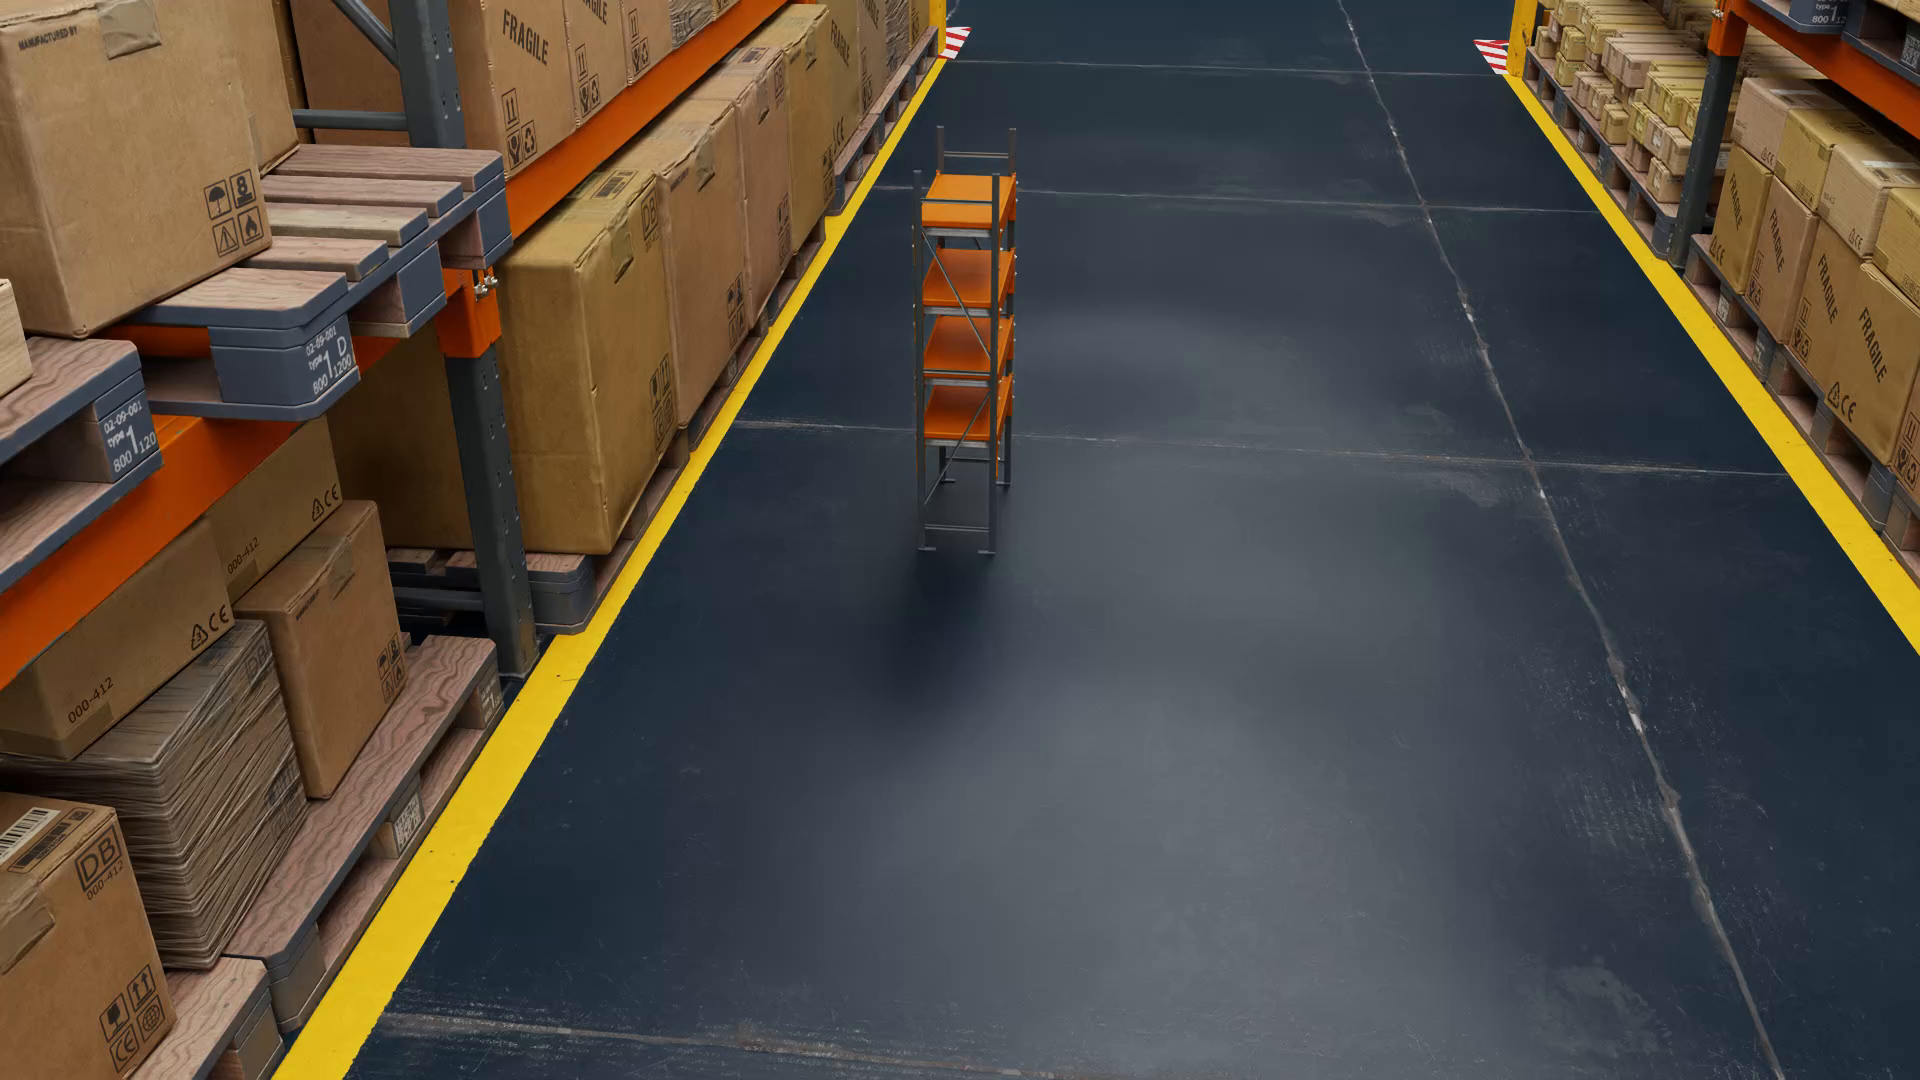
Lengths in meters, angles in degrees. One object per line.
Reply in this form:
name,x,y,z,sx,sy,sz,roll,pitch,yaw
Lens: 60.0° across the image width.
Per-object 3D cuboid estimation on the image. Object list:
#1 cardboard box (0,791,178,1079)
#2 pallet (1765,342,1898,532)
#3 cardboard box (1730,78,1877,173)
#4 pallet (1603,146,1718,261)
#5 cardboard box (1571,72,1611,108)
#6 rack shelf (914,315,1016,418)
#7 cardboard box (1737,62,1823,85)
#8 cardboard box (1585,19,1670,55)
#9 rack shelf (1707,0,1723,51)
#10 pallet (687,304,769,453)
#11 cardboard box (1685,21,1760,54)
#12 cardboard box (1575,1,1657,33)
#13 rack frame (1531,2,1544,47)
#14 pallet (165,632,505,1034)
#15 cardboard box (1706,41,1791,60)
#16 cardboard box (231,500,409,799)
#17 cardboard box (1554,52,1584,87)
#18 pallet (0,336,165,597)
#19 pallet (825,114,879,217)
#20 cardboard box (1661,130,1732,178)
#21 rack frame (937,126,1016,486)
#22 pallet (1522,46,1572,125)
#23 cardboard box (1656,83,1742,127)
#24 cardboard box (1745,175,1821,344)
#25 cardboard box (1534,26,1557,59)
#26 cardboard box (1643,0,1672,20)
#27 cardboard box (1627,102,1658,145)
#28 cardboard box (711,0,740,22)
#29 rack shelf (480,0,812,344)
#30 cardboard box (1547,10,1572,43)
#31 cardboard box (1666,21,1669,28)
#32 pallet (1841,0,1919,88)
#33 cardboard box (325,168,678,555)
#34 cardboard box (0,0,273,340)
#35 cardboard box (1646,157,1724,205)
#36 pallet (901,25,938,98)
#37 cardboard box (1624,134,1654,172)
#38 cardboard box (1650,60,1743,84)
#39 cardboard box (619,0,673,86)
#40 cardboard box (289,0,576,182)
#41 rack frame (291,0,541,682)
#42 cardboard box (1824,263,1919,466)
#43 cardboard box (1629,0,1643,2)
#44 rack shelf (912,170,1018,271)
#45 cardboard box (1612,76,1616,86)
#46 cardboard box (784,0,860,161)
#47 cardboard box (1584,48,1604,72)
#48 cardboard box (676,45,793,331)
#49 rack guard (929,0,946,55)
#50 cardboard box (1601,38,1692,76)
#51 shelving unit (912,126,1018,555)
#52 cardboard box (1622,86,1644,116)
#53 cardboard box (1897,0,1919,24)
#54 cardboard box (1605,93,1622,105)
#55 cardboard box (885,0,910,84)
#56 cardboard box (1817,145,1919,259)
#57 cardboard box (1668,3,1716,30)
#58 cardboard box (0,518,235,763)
cardboard box,-1.855,0.761,2.847,0.700,0.500,0.500,6,29,10
pallet,3.485,-0.369,5.712,1.003,0.211,1.213,3,28,6
cardboard box,3.373,-1.621,6.498,0.500,0.250,0.500,2,28,4
pallet,3.773,-1.629,8.052,1.003,0.211,1.213,3,28,6
cardboard box,3.666,-2.526,9.340,0.380,0.149,0.250,2,28,4
rack shelf,0.020,-0.547,5.142,0.258,0.148,0.480,3,28,6
cardboard box,4.058,-2.253,8.205,0.380,0.149,0.250,3,28,5
cardboard box,3.673,-2.766,9.157,0.380,0.149,0.250,4,29,7
rack shelf,3.971,-3.164,8.718,1.077,0.370,4.000,3,28,6
pallet,-1.351,-0.704,6.333,1.003,0.211,1.213,3,28,6
cardboard box,4.195,-2.740,9.109,0.380,0.149,0.250,2,28,4
cardboard box,3.794,-3.017,9.623,0.380,0.149,0.250,2,28,4
rack frame,4.216,-4.422,10.295,1.000,3.000,0.127,3,28,6
pallet,-1.772,0.604,3.907,1.003,0.211,1.213,3,28,6
cardboard box,4.121,-2.501,8.665,0.380,0.149,0.250,2,28,4
cardboard box,-1.737,0.232,3.829,0.700,0.500,0.500,2,28,4
cardboard box,3.720,-2.764,9.781,0.380,0.149,0.250,4,29,7
pallet,-1.876,0.027,2.240,1.003,0.211,1.213,3,28,6
pallet,-1.013,-2.000,8.741,1.003,0.211,1.213,3,28,6
cardboard box,3.449,-1.766,7.615,0.380,0.149,0.250,4,29,7
rack frame,0.050,-0.721,5.323,0.240,1.200,0.015,3,28,6
pallet,4.072,-2.778,10.184,1.003,0.211,1.213,3,28,6
cardboard box,3.503,-2.036,7.802,0.380,0.149,0.250,4,29,7
cardboard box,3.309,-1.042,6.214,0.500,0.500,0.500,5,29,8
cardboard box,3.834,-3.123,10.448,0.380,0.149,0.250,4,29,7
cardboard box,4.315,-3.235,10.027,0.380,0.149,0.250,4,29,7
cardboard box,3.485,-2.022,8.089,0.380,0.149,0.250,2,28,4
cardboard box,-1.095,-2.204,6.073,0.500,0.500,0.500,3,28,6
rack shelf,-1.429,-1.616,5.846,1.077,0.370,4.000,3,28,6
cardboard box,3.808,-3.125,10.138,0.380,0.149,0.250,3,28,6
cardboard box,4.373,-2.973,9.855,0.380,0.149,0.250,2,28,4
pallet,3.438,-1.506,5.084,1.003,0.211,1.213,3,28,6
cardboard box,-1.569,-0.565,4.933,1.225,0.875,0.875,2,28,4
cardboard box,-1.670,-0.696,2.830,0.700,0.500,0.500,8,29,14
cardboard box,3.436,-1.673,7.756,0.380,0.149,0.250,4,29,7
pallet,-0.714,-3.149,10.872,1.003,0.211,1.213,3,28,6
cardboard box,3.519,-1.919,8.212,0.380,0.149,0.250,2,28,5
cardboard box,3.636,-2.271,8.238,0.380,0.149,0.250,4,29,8
cardboard box,-1.225,-1.733,5.199,0.500,0.500,0.500,3,28,5
cardboard box,-1.345,-1.249,4.300,0.500,0.500,0.500,4,29,8
rack frame,-1.674,-0.992,3.928,1.000,3.000,0.127,3,28,6
cardboard box,3.173,-0.559,5.318,0.500,0.500,0.500,2,28,4
cardboard box,3.900,-3.250,10.055,0.380,0.149,0.250,4,29,7
rack shelf,0.020,-0.952,4.924,0.258,0.148,0.480,3,28,6
cardboard box,3.753,-2.503,8.983,0.380,0.149,0.250,5,29,9
cardboard box,-1.024,-2.430,8.396,0.875,0.875,0.875,3,28,6
cardboard box,3.788,-2.760,9.460,0.380,0.149,0.250,2,28,4
cardboard box,-1.351,-1.401,6.485,1.225,0.875,0.875,2,28,4
rack guard,-0.691,-3.668,11.532,1.175,0.500,0.348,3,28,6
cardboard box,3.598,-2.531,8.722,0.380,0.149,0.250,2,28,4
shelving unit,0.020,-0.606,5.110,0.258,1.200,0.503,3,28,6
cardboard box,3.625,-2.255,8.523,0.380,0.149,0.250,4,29,7
cardboard box,3.002,-1.593,4.866,0.380,0.149,0.250,4,29,8
cardboard box,3.661,-2.279,8.881,0.380,0.149,0.250,4,29,7
cardboard box,-0.805,-3.273,9.960,0.875,0.875,0.875,3,28,6
cardboard box,3.244,-1.130,5.587,0.500,0.250,0.500,4,29,8
cardboard box,4.315,-2.987,9.568,0.380,0.149,0.250,2,28,4
cardboard box,-1.782,0.152,3.186,0.500,0.250,0.500,7,29,12
